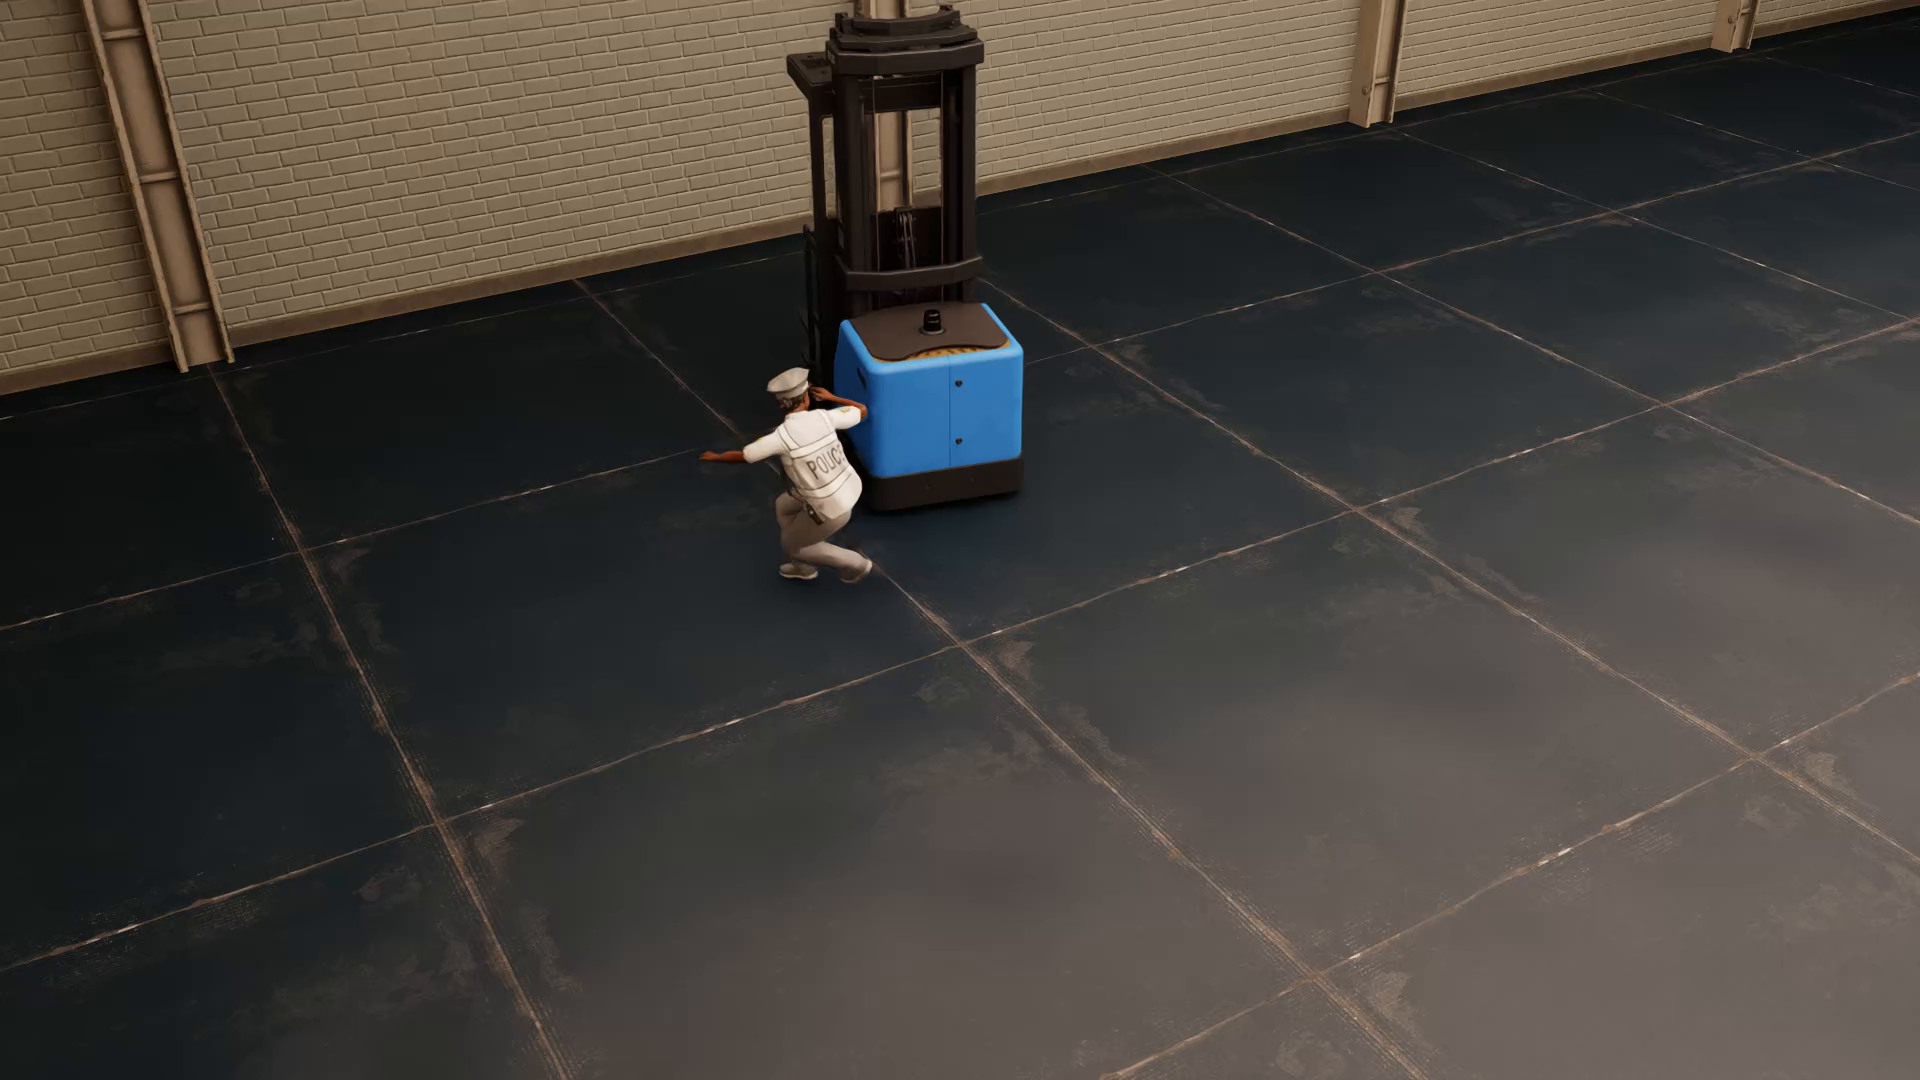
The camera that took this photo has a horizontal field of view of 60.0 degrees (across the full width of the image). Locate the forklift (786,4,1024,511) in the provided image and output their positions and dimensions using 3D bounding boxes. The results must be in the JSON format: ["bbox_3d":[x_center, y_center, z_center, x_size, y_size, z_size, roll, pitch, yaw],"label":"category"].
[{"bbox_3d":[-0.507,-2.191,11.307,1.130,2.935,3.031,-9,32,-15],"label":"forklift"}]

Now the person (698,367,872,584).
[{"bbox_3d":[-0.984,-0.380,9.775,1.018,1.406,0.724,13,33,21],"label":"person"}]
